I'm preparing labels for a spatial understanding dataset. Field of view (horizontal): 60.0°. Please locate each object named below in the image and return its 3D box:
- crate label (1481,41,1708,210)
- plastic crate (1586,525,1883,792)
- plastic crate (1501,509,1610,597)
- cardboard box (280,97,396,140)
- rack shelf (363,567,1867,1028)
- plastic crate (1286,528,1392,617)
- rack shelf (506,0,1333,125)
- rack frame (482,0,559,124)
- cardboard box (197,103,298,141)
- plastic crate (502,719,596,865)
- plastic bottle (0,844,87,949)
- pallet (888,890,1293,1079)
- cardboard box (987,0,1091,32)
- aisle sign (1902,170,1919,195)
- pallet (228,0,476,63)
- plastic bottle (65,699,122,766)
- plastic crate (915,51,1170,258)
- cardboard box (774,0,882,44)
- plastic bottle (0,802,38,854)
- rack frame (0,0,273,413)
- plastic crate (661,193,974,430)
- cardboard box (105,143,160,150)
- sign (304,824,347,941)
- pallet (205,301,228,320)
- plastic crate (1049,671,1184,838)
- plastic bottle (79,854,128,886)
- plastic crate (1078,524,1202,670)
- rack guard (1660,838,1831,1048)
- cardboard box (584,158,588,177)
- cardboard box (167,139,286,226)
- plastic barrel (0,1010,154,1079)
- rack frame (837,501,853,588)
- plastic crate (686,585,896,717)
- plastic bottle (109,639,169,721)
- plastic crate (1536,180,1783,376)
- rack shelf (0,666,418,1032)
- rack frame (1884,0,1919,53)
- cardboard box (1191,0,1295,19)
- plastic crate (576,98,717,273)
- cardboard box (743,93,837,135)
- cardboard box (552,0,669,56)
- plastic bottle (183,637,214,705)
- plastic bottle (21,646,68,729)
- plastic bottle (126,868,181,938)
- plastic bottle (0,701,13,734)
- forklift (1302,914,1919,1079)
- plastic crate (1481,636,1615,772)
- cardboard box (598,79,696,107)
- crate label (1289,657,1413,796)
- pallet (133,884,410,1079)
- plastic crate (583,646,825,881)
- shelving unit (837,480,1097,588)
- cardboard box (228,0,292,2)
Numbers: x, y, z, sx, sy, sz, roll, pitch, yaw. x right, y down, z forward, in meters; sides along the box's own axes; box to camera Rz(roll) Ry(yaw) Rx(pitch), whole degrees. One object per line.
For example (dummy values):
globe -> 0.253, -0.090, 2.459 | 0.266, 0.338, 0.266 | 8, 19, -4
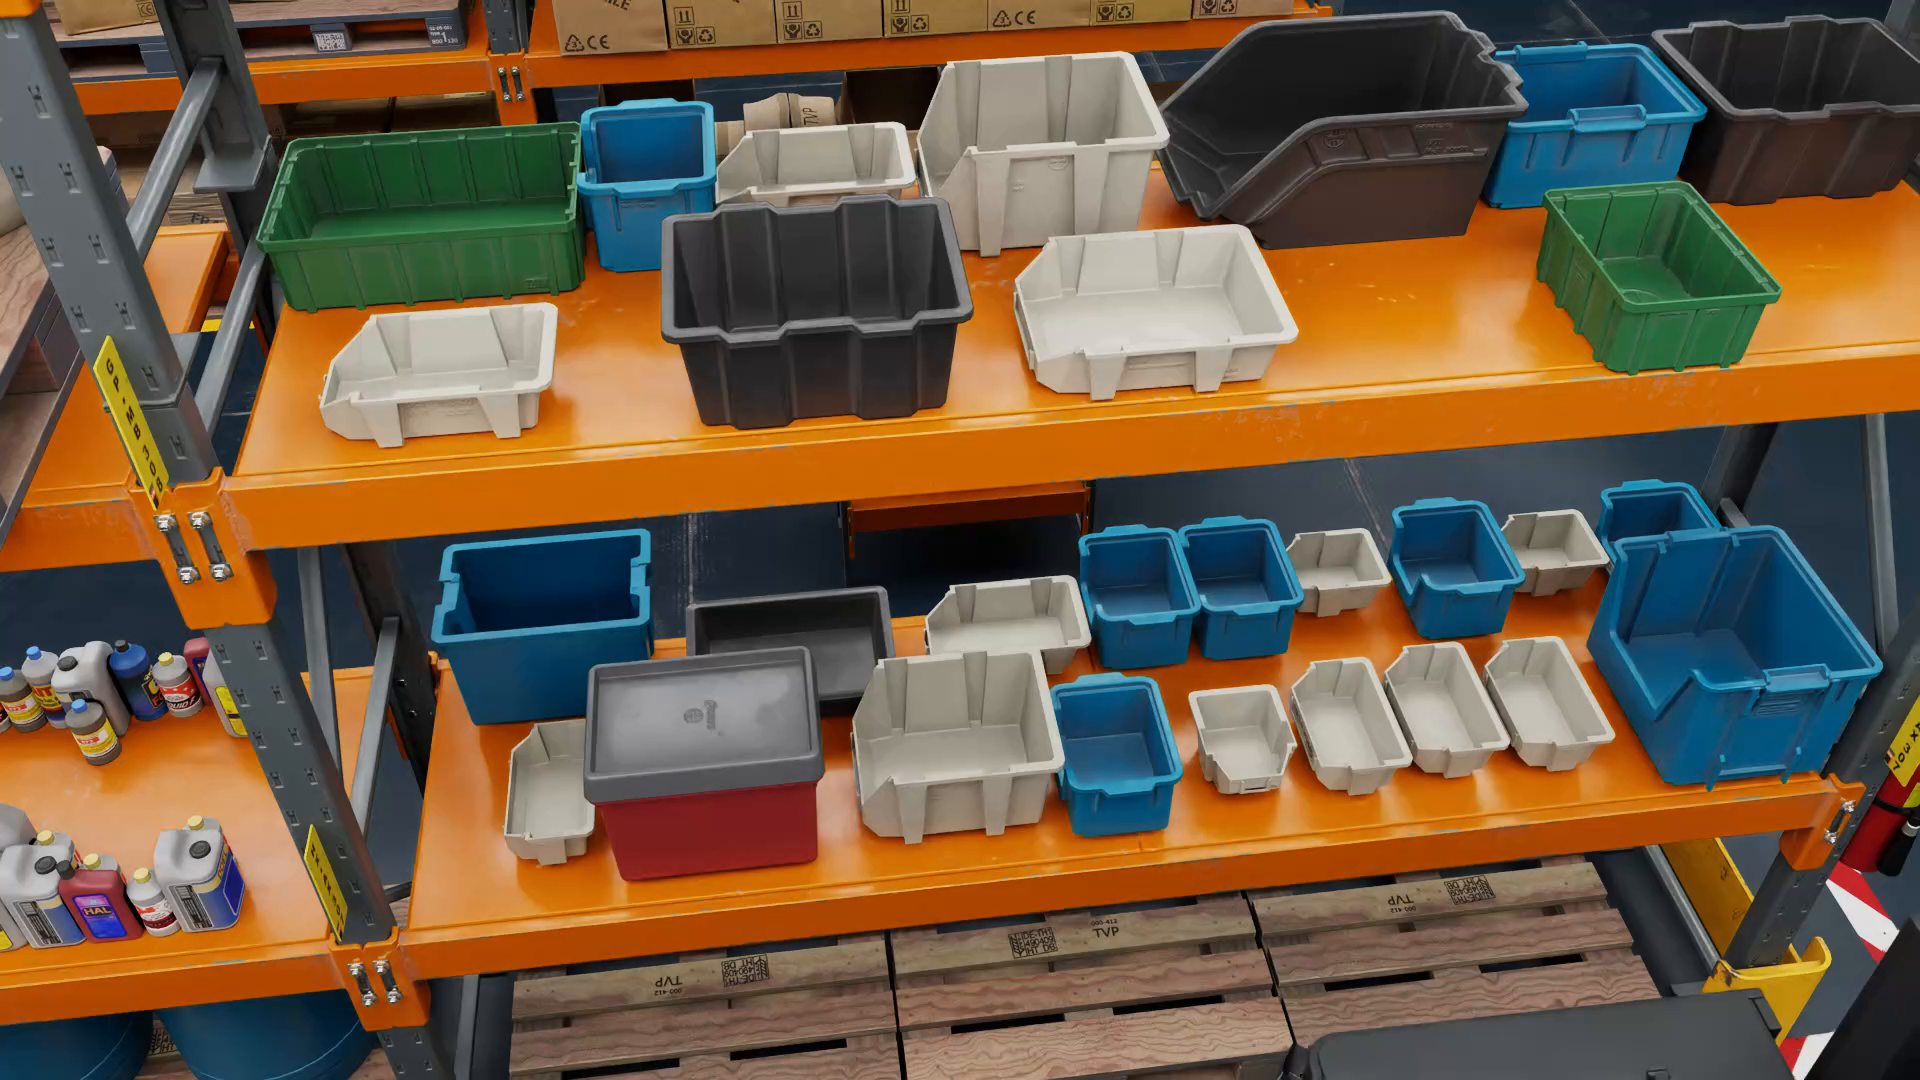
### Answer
crate label -> 1.451, -0.995, 3.985 | 0.502, 0.251, 0.408 | -5, 42, -6
plastic crate -> 2.100, 0.316, 4.589 | 0.499, 0.435, 0.616 | -5, 42, -6
plastic crate -> 1.792, 0.049, 5.108 | 0.298, 0.136, 0.250 | -5, 42, -6
cardboard box -> -3.235, -2.046, 8.816 | 0.500, 0.500, 0.500 | -4, 42, -5
rack shelf -> 0.425, 0.639, 4.839 | 4.000, 0.370, 1.077 | -5, 42, -6
plastic crate -> 1.119, 0.108, 5.043 | 0.298, 0.136, 0.250 | -5, 42, -6
rack shelf -> -0.214, -2.651, 8.487 | 4.000, 0.370, 1.077 | -5, 42, -6
rack frame -> -2.197, -2.745, 8.053 | 0.127, 3.000, 1.000 | -5, 42, -6
cardboard box -> -3.700, -2.291, 8.529 | 0.500, 0.250, 0.500 | -5, 42, -5
plastic crate -> -1.078, 0.675, 4.414 | 0.243, 0.136, 0.396 | -5, 42, -6
plastic bottle -> -2.269, 0.872, 4.136 | 0.135, 0.276, 0.152 | -5, 42, -6
pallet -> 0.378, 1.383, 5.559 | 1.213, 0.211, 1.003 | -5, 42, -6
cardboard box -> 0.351, -2.822, 8.065 | 0.500, 0.500, 0.500 | -5, 42, -5
aisle sign -> 2.441, -0.971, 4.146 | 0.004, 0.787, 0.394 | -5, 42, -6
pallet -> -3.003, -2.676, 8.121 | 1.213, 0.211, 1.003 | -5, 42, -6
plastic bottle -> -2.395, 0.519, 4.583 | 0.097, 0.201, 0.097 | 0, 42, 0
plastic crate -> 0.170, -0.884, 3.840 | 0.530, 0.282, 0.437 | -5, 42, -6
cardboard box -> -0.652, -2.734, 7.966 | 0.500, 0.500, 0.500 | -5, 42, -6
plastic bottle -> -2.446, 0.765, 4.199 | 0.185, 0.351, 0.144 | -5, 42, -6
rack frame -> -1.558, -1.682, 2.396 | 0.127, 3.000, 1.000 | -5, 42, -6
plastic crate -> -0.291, -0.446, 3.363 | 0.590, 0.269, 0.497 | -5, 42, -6
cardboard box -> -4.233, -1.964, 8.726 | 0.500, 0.500, 0.500 | -6, 42, -7
sign -> -1.489, 0.808, 3.908 | 0.005, 0.325, 0.100 | -5, 42, -6
pallet -> -4.211, -1.505, 8.761 | 1.213, 0.211, 1.003 | -5, 42, -6
plastic crate -> 0.405, 0.587, 4.440 | 0.300, 0.233, 0.416 | -5, 42, -6
plastic bottle -> -2.159, 0.867, 4.197 | 0.097, 0.201, 0.097 | 0, 42, 0
plastic crate -> 0.517, 0.181, 4.890 | 0.300, 0.233, 0.416 | -5, 42, -6
rack guard -> 2.430, 1.115, 5.640 | 0.348, 0.500, 1.175 | -5, 42, -6
cardboard box -> -1.752, -1.802, 8.688 | 0.500, 0.311, 0.500 | -5, 42, -6
cardboard box -> -3.637, -1.666, 8.395 | 0.500, 0.500, 0.500 | -5, 42, -5
plastic barrel -> -2.802, 1.266, 4.860 | 0.708, 0.901, 0.600 | -5, 42, -6
rack frame -> -0.497, -0.374, 6.825 | 0.032, 1.125, 0.500 | -5, 42, -6
plastic crate -> -0.483, 0.350, 4.783 | 0.590, 0.125, 0.437 | -5, 42, -6
plastic bottle -> -2.318, 0.384, 4.681 | 0.097, 0.271, 0.097 | 0, 42, 0
plastic crate -> 1.467, -0.562, 3.552 | 0.336, 0.188, 0.450 | -5, 42, -6
rack shelf -> -3.541, 0.986, 4.454 | 4.000, 0.370, 1.077 | -5, 42, -6
rack frame -> 2.408, -2.030, 2.782 | 0.127, 3.000, 1.000 | -5, 42, -6
cardboard box -> 1.361, -2.909, 8.161 | 0.500, 0.500, 0.500 | -4, 42, -4
plastic crate -> -0.697, -0.797, 3.780 | 0.300, 0.233, 0.416 | -5, 42, -6
cardboard box -> -0.925, -2.213, 9.142 | 0.500, 0.311, 0.500 | -5, 42, -6
cardboard box -> -1.656, -2.645, 7.868 | 0.500, 0.500, 0.500 | -4, 42, -4
plastic bottle -> -2.109, 0.349, 4.711 | 0.133, 0.283, 0.061 | -5, 42, -6
plastic bottle -> -2.548, 0.404, 4.659 | 0.097, 0.271, 0.097 | 0, 42, 0
plastic bottle -> -2.019, 0.896, 4.165 | 0.097, 0.201, 0.097 | 0, 42, 0
plastic bottle -> -2.741, 0.447, 4.663 | 0.097, 0.201, 0.097 | 0, 42, 0
forklift -> 1.068, 1.876, 2.982 | 3.031, 2.935, 1.130 | -5, 42, -5
plastic crate -> 1.623, 0.465, 4.647 | 0.243, 0.136, 0.396 | -5, 42, -6
cardboard box -> -1.669, -2.218, 9.007 | 0.500, 0.500, 0.500 | -5, 42, -6
crate label -> 1.061, 0.521, 4.585 | 0.243, 0.136, 0.396 | -5, 42, -6
pallet -> -2.329, 1.620, 5.296 | 1.213, 0.211, 1.003 | -5, 42, -6
plastic crate -> -0.640, 0.588, 4.266 | 0.583, 0.464, 0.402 | -5, 42, -6
shelving unit -> 0.007, -0.418, 6.874 | 1.048, 1.125, 0.538 | -5, 42, -6
cardboard box -> -3.369, -2.943, 7.885 | 0.500, 0.500, 0.700 | 1, 42, 1
